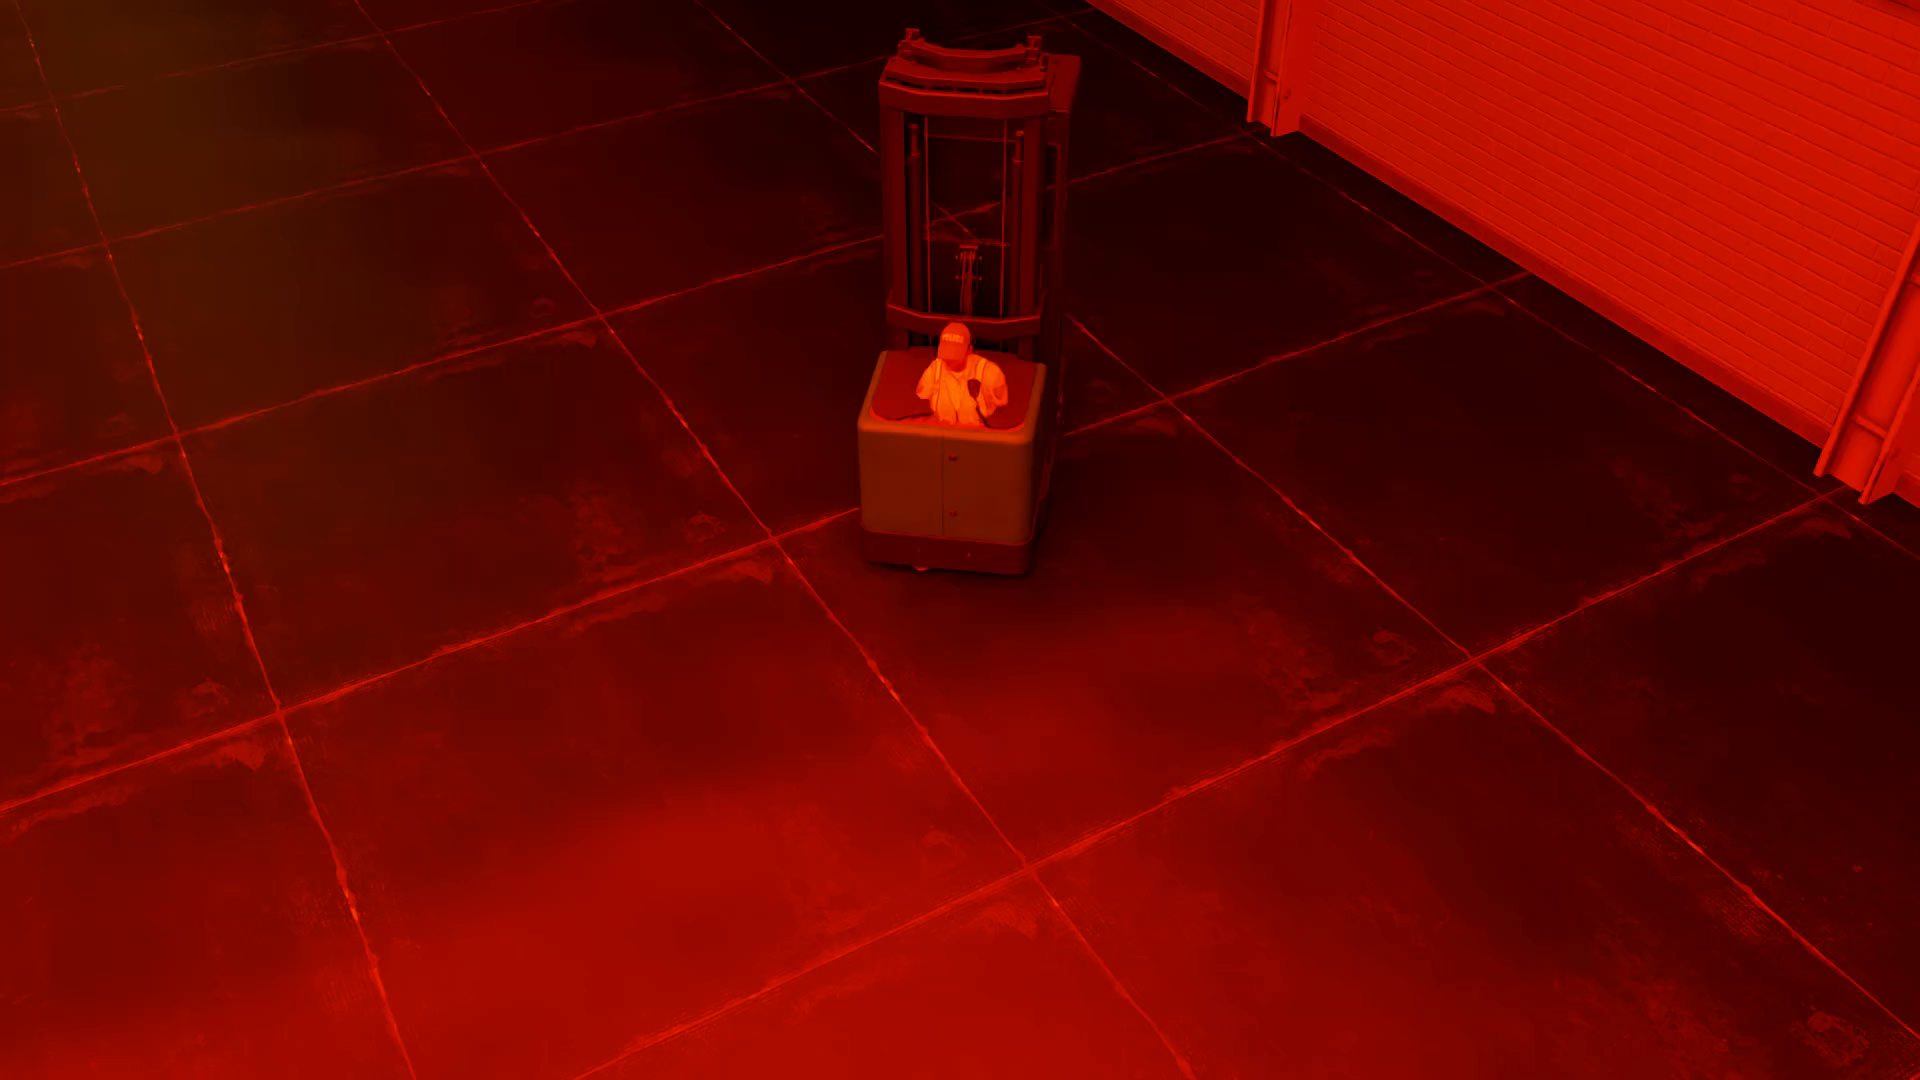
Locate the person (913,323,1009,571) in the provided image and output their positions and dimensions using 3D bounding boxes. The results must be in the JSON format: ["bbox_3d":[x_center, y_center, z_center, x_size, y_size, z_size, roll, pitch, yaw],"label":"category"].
[{"bbox_3d":[-0.030,-0.537,9.726,0.685,1.605,0.479,9,41,11],"label":"person"}]

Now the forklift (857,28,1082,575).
[{"bbox_3d":[0.123,-1.856,10.274,1.130,2.935,3.031,5,40,7],"label":"forklift"}]
